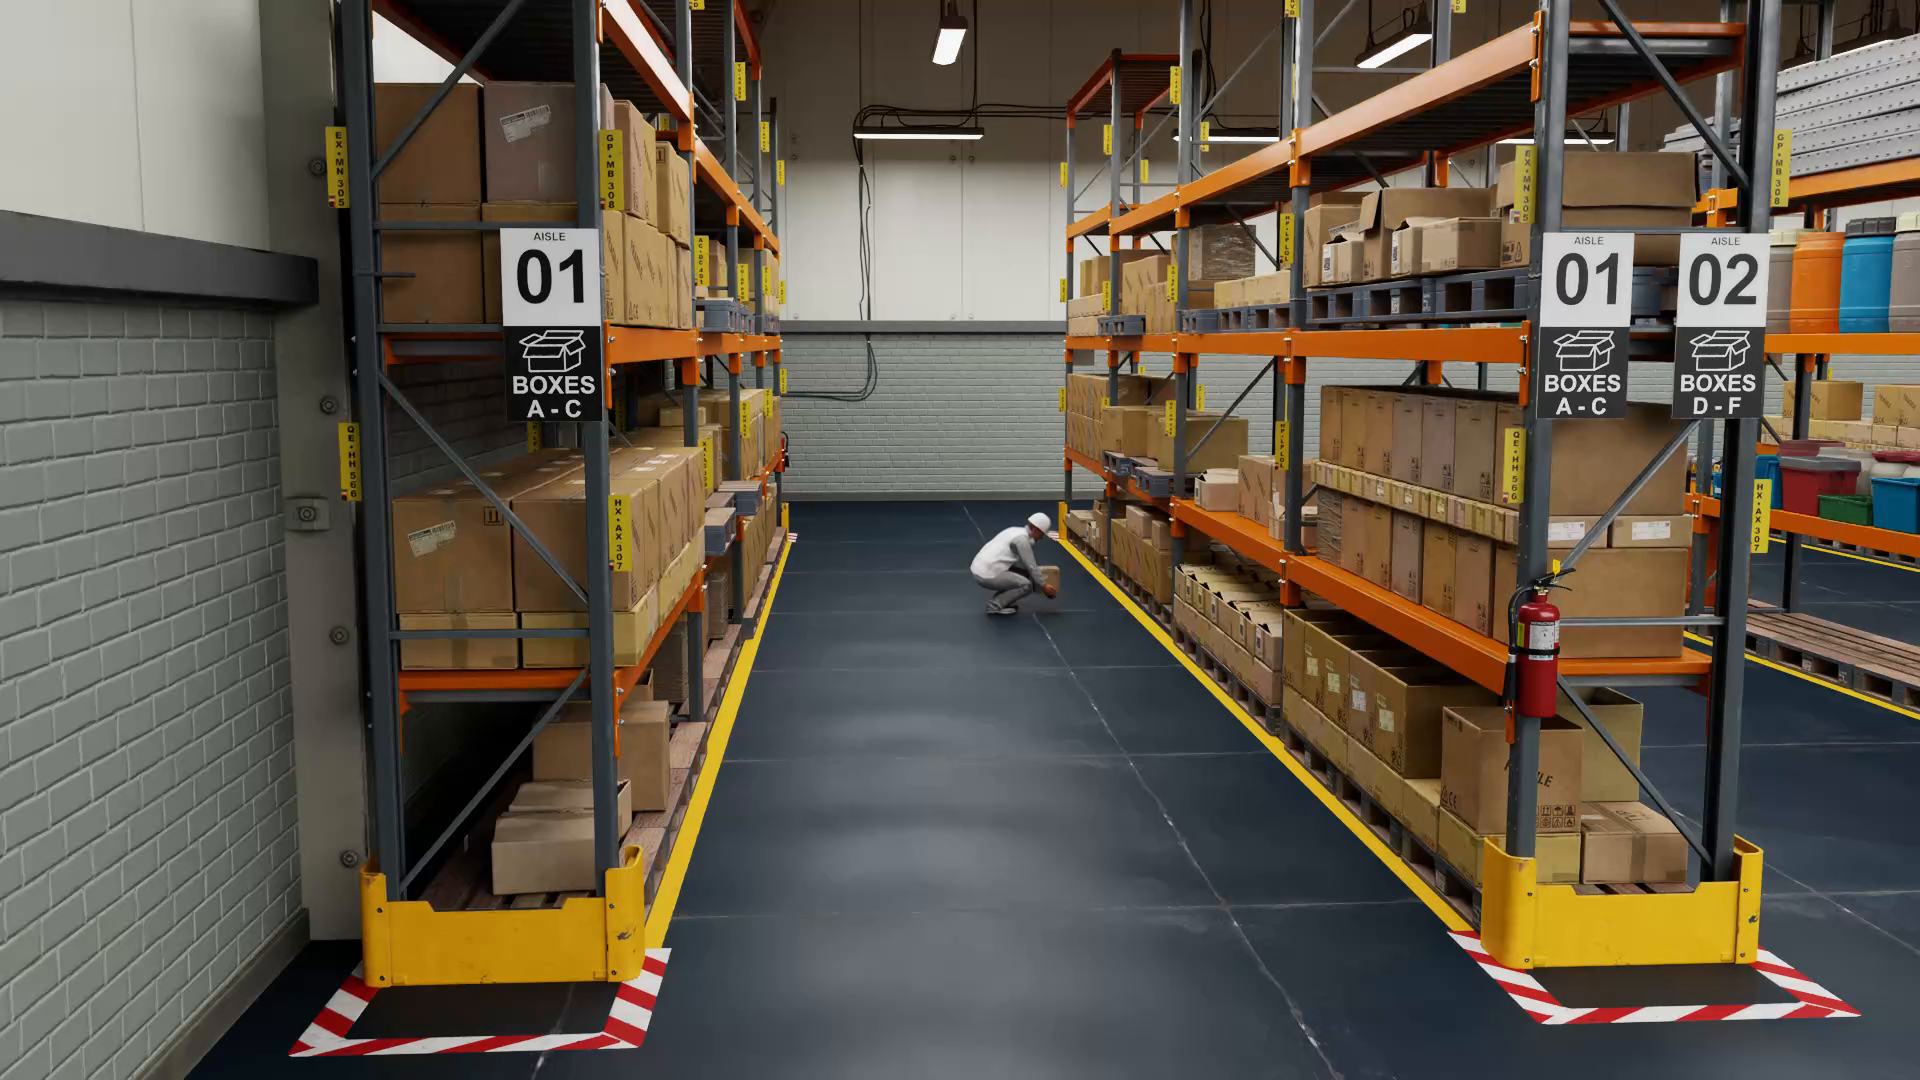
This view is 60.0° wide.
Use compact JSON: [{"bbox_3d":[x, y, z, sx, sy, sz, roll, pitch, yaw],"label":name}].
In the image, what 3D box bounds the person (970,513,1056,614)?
[{"bbox_3d":[0.540,0.237,16.927,0.862,1.007,0.534,0,7,-4],"label":"person"}]
